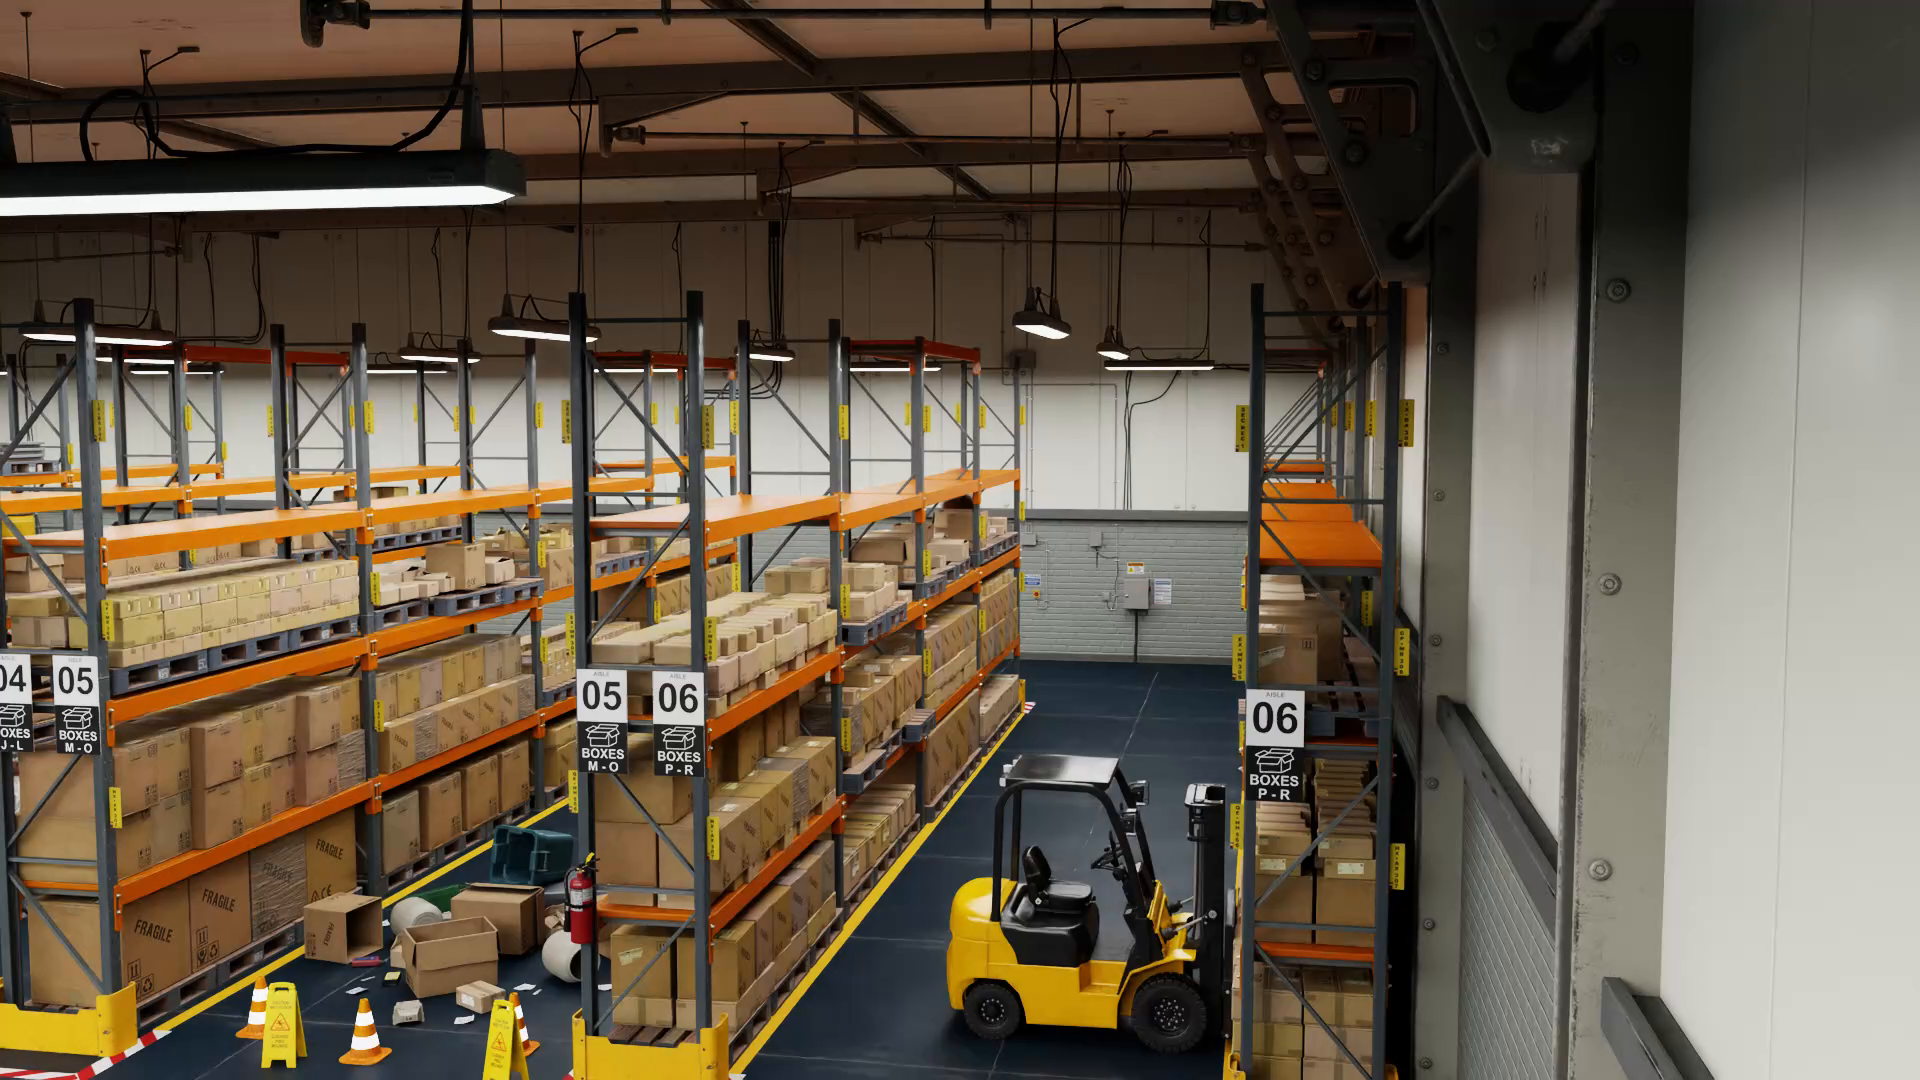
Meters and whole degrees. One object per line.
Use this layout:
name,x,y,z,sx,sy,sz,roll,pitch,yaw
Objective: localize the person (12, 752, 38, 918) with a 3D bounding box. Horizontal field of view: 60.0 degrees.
person,-9.576,2.995,16.855,0.382,1.743,0.464,1,5,16
